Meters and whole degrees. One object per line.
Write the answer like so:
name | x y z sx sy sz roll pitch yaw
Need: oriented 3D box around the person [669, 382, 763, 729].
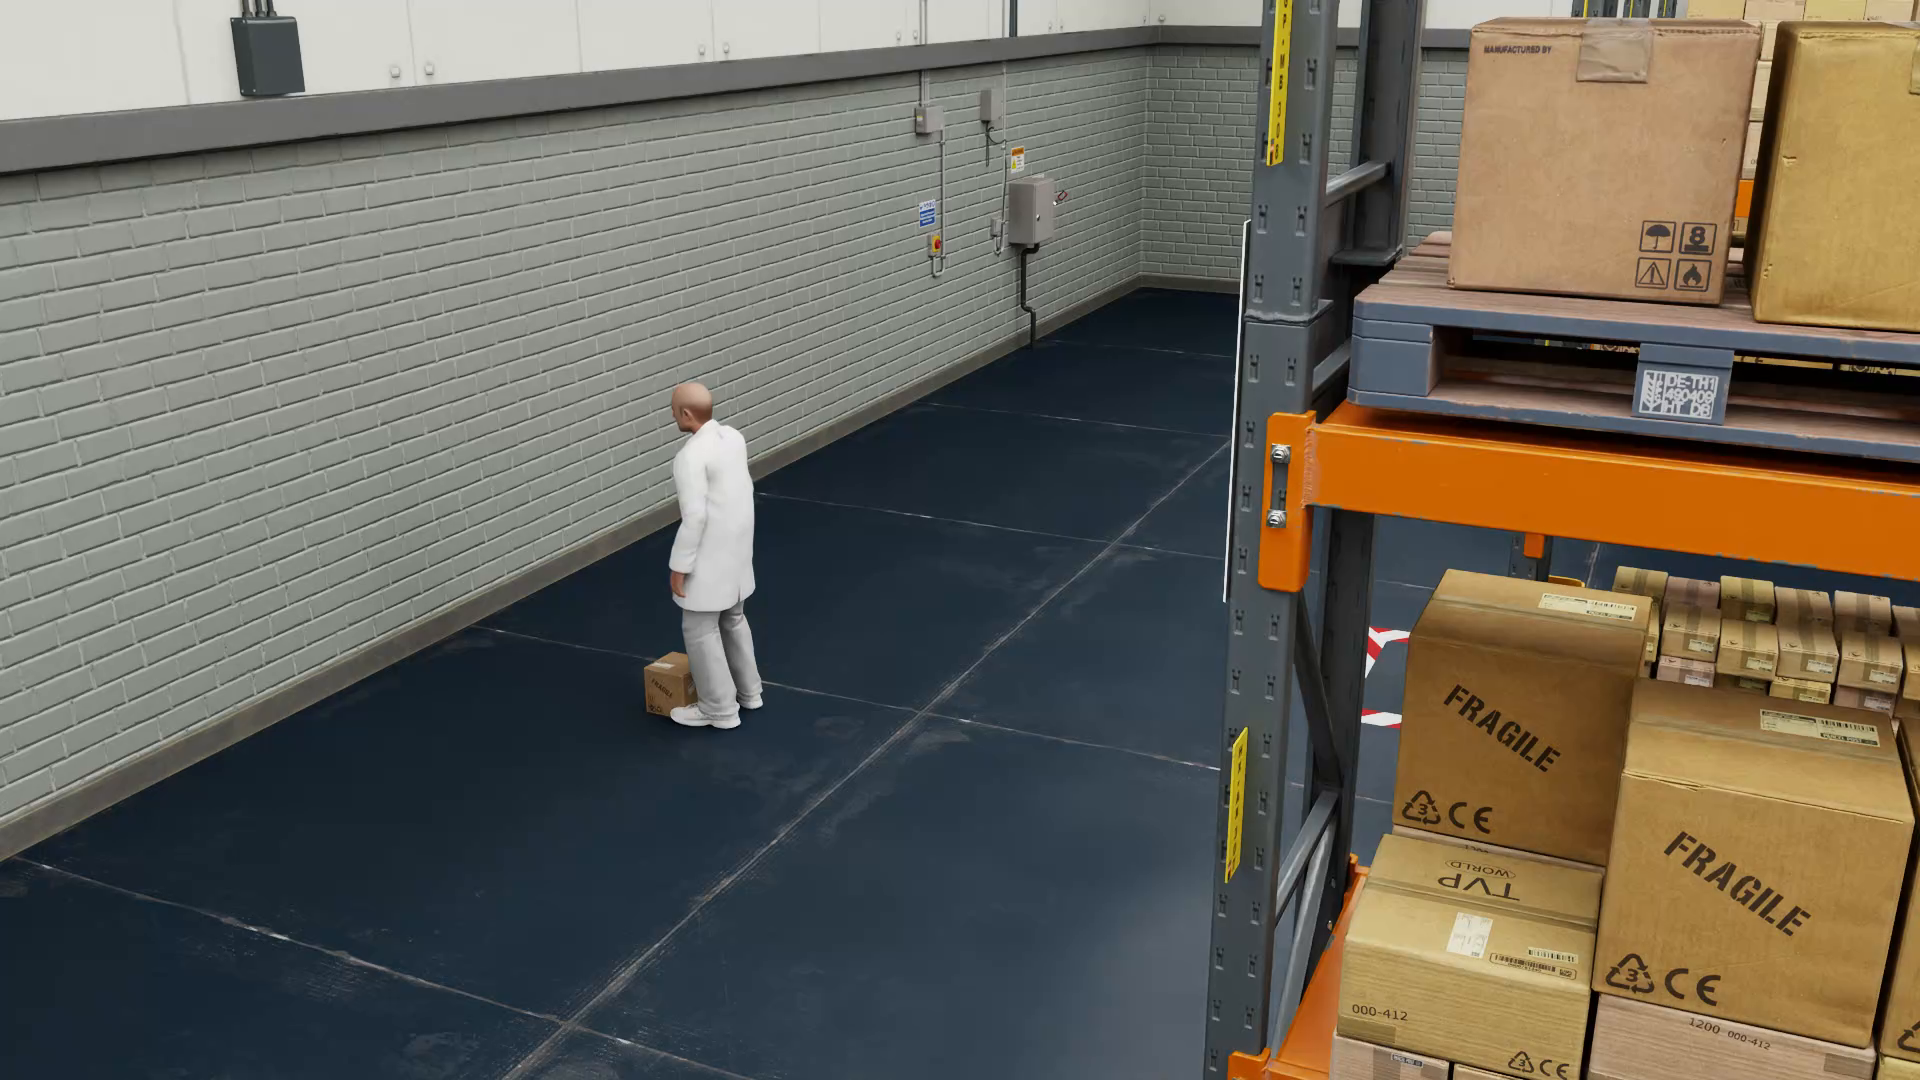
person | -1.249 0.074 8.369 0.416 1.774 0.656 8 20 21
